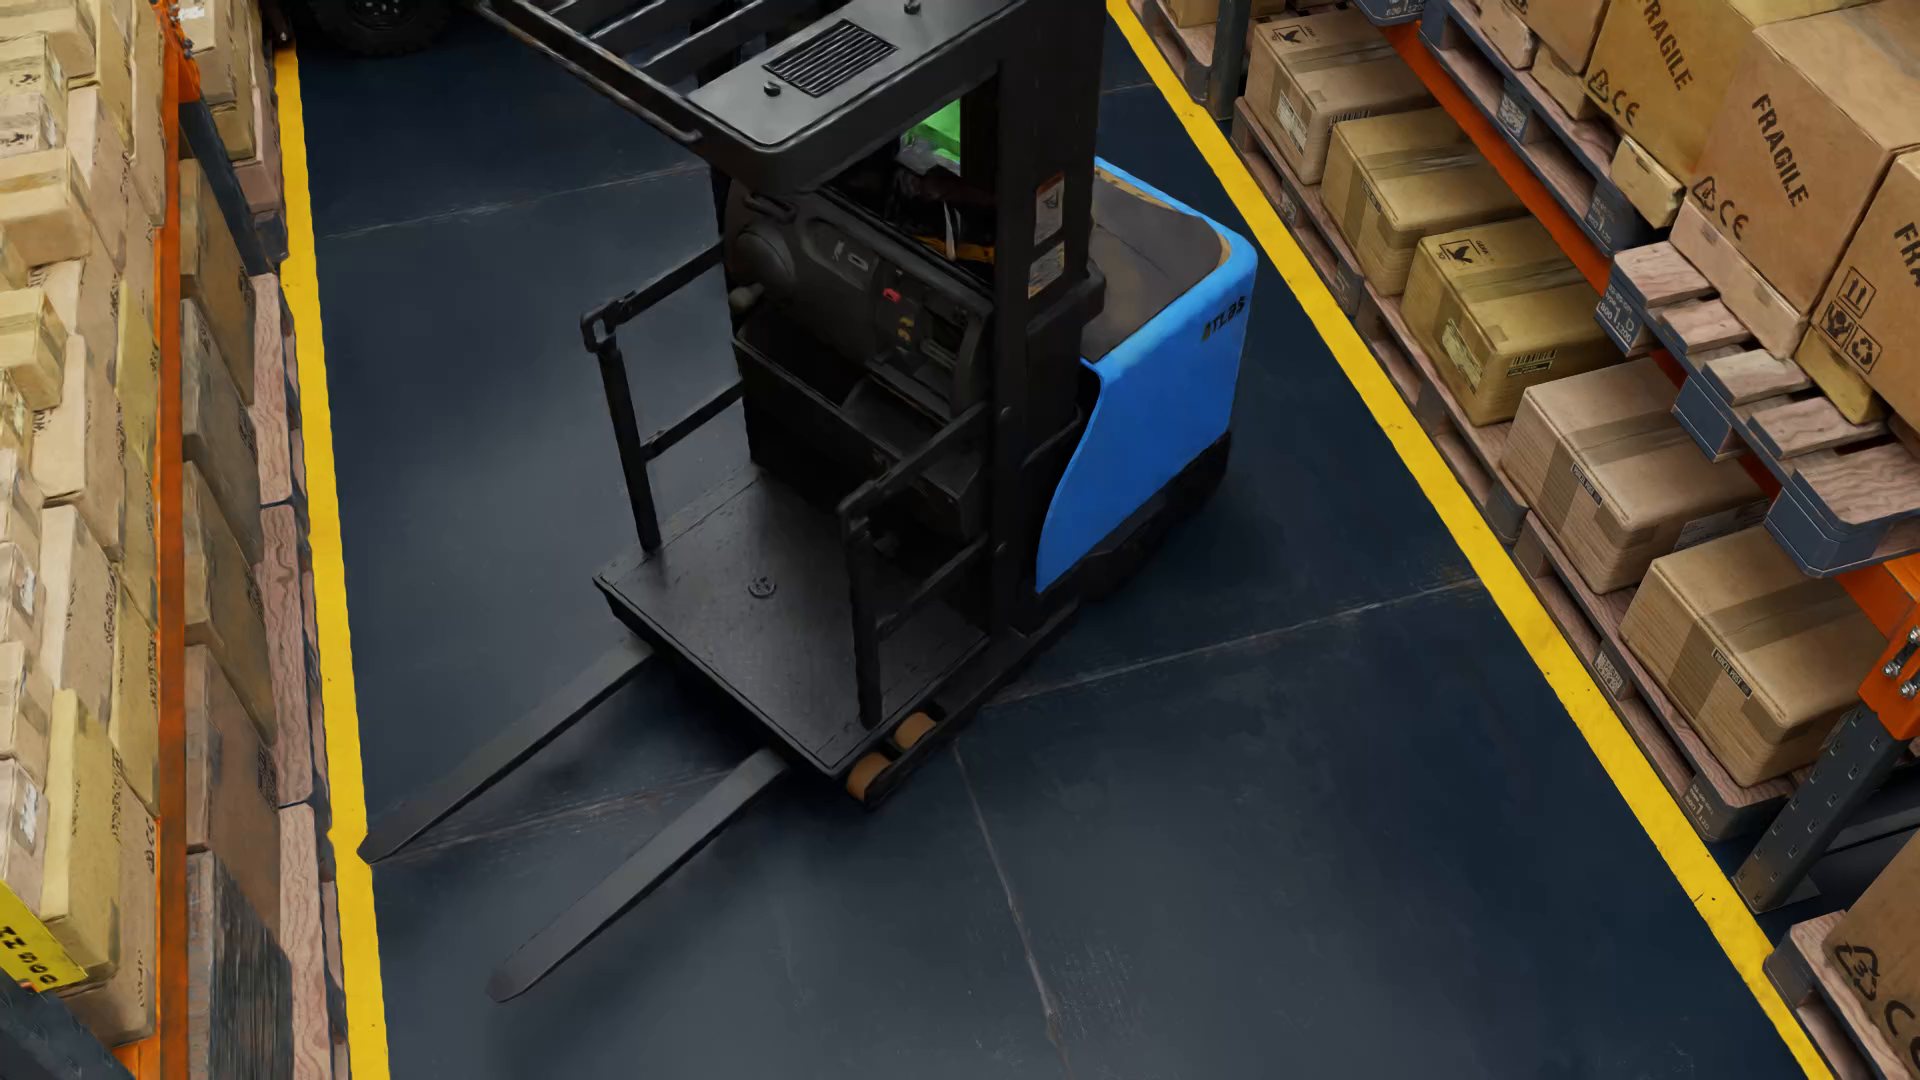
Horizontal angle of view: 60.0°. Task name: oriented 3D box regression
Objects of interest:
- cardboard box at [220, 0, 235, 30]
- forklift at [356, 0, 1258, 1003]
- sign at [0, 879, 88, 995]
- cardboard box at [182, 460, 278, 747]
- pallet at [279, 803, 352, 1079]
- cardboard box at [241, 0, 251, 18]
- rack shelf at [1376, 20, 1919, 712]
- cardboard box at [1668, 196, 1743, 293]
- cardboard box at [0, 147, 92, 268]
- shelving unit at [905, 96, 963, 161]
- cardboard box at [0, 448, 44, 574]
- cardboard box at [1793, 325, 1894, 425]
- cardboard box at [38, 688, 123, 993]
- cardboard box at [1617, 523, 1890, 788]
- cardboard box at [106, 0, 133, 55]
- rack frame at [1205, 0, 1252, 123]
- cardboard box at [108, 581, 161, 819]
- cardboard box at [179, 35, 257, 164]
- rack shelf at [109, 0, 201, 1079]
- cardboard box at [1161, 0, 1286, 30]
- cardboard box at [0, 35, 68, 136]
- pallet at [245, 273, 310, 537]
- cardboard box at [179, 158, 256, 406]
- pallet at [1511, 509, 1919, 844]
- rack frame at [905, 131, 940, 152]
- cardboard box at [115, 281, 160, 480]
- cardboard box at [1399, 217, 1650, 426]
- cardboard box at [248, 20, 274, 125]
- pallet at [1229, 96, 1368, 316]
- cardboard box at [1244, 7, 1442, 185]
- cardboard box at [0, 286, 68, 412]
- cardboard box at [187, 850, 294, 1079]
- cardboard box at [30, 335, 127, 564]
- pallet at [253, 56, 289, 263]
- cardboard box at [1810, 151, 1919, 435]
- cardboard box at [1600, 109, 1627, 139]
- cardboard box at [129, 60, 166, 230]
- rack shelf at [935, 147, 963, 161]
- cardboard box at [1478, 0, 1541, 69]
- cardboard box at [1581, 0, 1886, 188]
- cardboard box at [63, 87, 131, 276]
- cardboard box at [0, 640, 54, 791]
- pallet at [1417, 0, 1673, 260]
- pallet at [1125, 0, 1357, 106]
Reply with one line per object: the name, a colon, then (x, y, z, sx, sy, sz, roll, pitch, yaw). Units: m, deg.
cardboard box: (-3.144, -2.200, 6.512, 0.500, 0.250, 0.500, -13, 51, -11)
forklift: (-0.436, -0.588, 4.329, 1.130, 2.935, 3.031, 36, 58, 26)
sign: (-1.460, 0.616, 2.563, 0.100, 0.325, 0.005, -13, 51, -11)
cardboard box: (-2.547, 0.297, 4.816, 0.875, 0.625, 0.625, -15, 52, -12)
pallet: (-2.182, 1.382, 4.447, 1.003, 0.211, 1.213, -13, 51, -11)
cardboard box: (-3.296, -2.399, 7.007, 0.500, 0.250, 0.500, -14, 51, -11)
rack shelf: (2.173, -1.261, 5.321, 1.077, 0.370, 4.000, -13, 51, -11)
cardboard box: (2.110, -0.811, 4.362, 0.380, 0.149, 0.250, -16, 52, -13)
cardboard box: (-2.287, -0.768, 3.946, 0.380, 0.149, 0.250, -15, 51, -12)
shelving unit: (0.072, -1.319, 6.078, 0.503, 1.200, 0.258, 33, 57, 25)
cardboard box: (-2.059, -0.012, 3.309, 0.380, 0.149, 0.250, -13, 51, -11)
cardboard box: (2.294, -0.452, 4.059, 0.380, 0.149, 0.250, -13, 51, -10)
cardboard box: (-1.850, 0.595, 3.057, 0.500, 0.250, 0.500, -13, 51, -11)
cardboard box: (2.607, 0.265, 5.009, 0.950, 0.372, 0.625, -16, 52, -13)
cardboard box: (-2.769, -1.640, 4.942, 0.500, 0.250, 0.500, -14, 51, -12)
rack frame: (1.582, -2.953, 6.278, 1.000, 3.000, 0.127, -13, 51, -11)
cardboard box: (-2.018, 0.394, 3.554, 0.500, 0.250, 0.500, -14, 51, -12)
cardboard box: (-3.007, -1.662, 6.386, 0.500, 0.250, 0.500, -14, 51, -11)
rack shelf: (-2.567, -0.136, 4.373, 1.077, 0.370, 4.000, -13, 51, -11)
cardboard box: (1.150, -2.573, 7.481, 0.500, 0.250, 0.500, -11, 51, -9)
cardboard box: (-2.508, -1.128, 4.249, 0.380, 0.149, 0.250, -14, 51, -12)
pallet: (-2.904, -0.400, 5.949, 1.003, 0.211, 1.213, -13, 51, -11)
cardboard box: (-2.994, -0.820, 5.758, 0.875, 0.625, 0.625, -11, 51, -9)
pallet: (2.535, 0.296, 5.363, 1.003, 0.211, 1.213, -13, 51, -11)
rack frame: (-0.115, -1.440, 6.179, 0.015, 1.200, 0.240, 33, 57, 25)
cardboard box: (-2.329, -0.360, 4.190, 0.500, 0.250, 0.500, -12, 51, -10)
cardboard box: (2.162, -0.827, 5.930, 0.950, 0.372, 0.625, -12, 51, -10)
cardboard box: (-3.151, -1.873, 6.891, 0.500, 0.250, 0.500, -14, 51, -12)
pallet: (1.813, -1.486, 6.865, 1.003, 0.211, 1.213, -13, 51, -11)
cardboard box: (1.739, -1.859, 6.800, 0.950, 0.372, 0.625, -13, 51, -11)
cardboard box: (-2.181, -0.388, 3.625, 0.380, 0.149, 0.250, -12, 51, -10)
cardboard box: (-2.147, 1.265, 4.001, 0.875, 0.625, 0.625, -12, 51, -10)
cardboard box: (-2.158, -0.151, 3.687, 0.500, 0.250, 0.500, -14, 51, -12)
pallet: (-3.354, -1.520, 6.893, 1.003, 0.211, 1.213, -13, 51, -11)
cardboard box: (2.365, -0.564, 3.729, 0.500, 0.500, 0.500, -15, 51, -12)
cardboard box: (2.062, -1.221, 4.707, 0.380, 0.149, 0.250, -13, 51, -11)
cardboard box: (-2.606, -1.105, 4.818, 0.500, 0.250, 0.500, -14, 51, -11)
rack shelf: (0.072, -1.278, 6.126, 0.480, 0.148, 0.258, 33, 57, 25)
cardboard box: (1.802, -1.574, 5.005, 0.380, 0.149, 0.250, -12, 51, -10)
cardboard box: (2.051, -1.308, 4.356, 0.500, 0.500, 0.500, -16, 52, -13)
cardboard box: (-2.465, -0.891, 4.311, 0.500, 0.250, 0.500, -12, 51, -10)
cardboard box: (-1.869, 0.358, 2.997, 0.380, 0.149, 0.250, -12, 51, -10)
pallet: (2.140, -1.407, 5.099, 1.003, 0.211, 1.213, -13, 51, -11)
pallet: (1.349, -2.537, 7.751, 1.003, 0.211, 1.213, -13, 51, -11)
